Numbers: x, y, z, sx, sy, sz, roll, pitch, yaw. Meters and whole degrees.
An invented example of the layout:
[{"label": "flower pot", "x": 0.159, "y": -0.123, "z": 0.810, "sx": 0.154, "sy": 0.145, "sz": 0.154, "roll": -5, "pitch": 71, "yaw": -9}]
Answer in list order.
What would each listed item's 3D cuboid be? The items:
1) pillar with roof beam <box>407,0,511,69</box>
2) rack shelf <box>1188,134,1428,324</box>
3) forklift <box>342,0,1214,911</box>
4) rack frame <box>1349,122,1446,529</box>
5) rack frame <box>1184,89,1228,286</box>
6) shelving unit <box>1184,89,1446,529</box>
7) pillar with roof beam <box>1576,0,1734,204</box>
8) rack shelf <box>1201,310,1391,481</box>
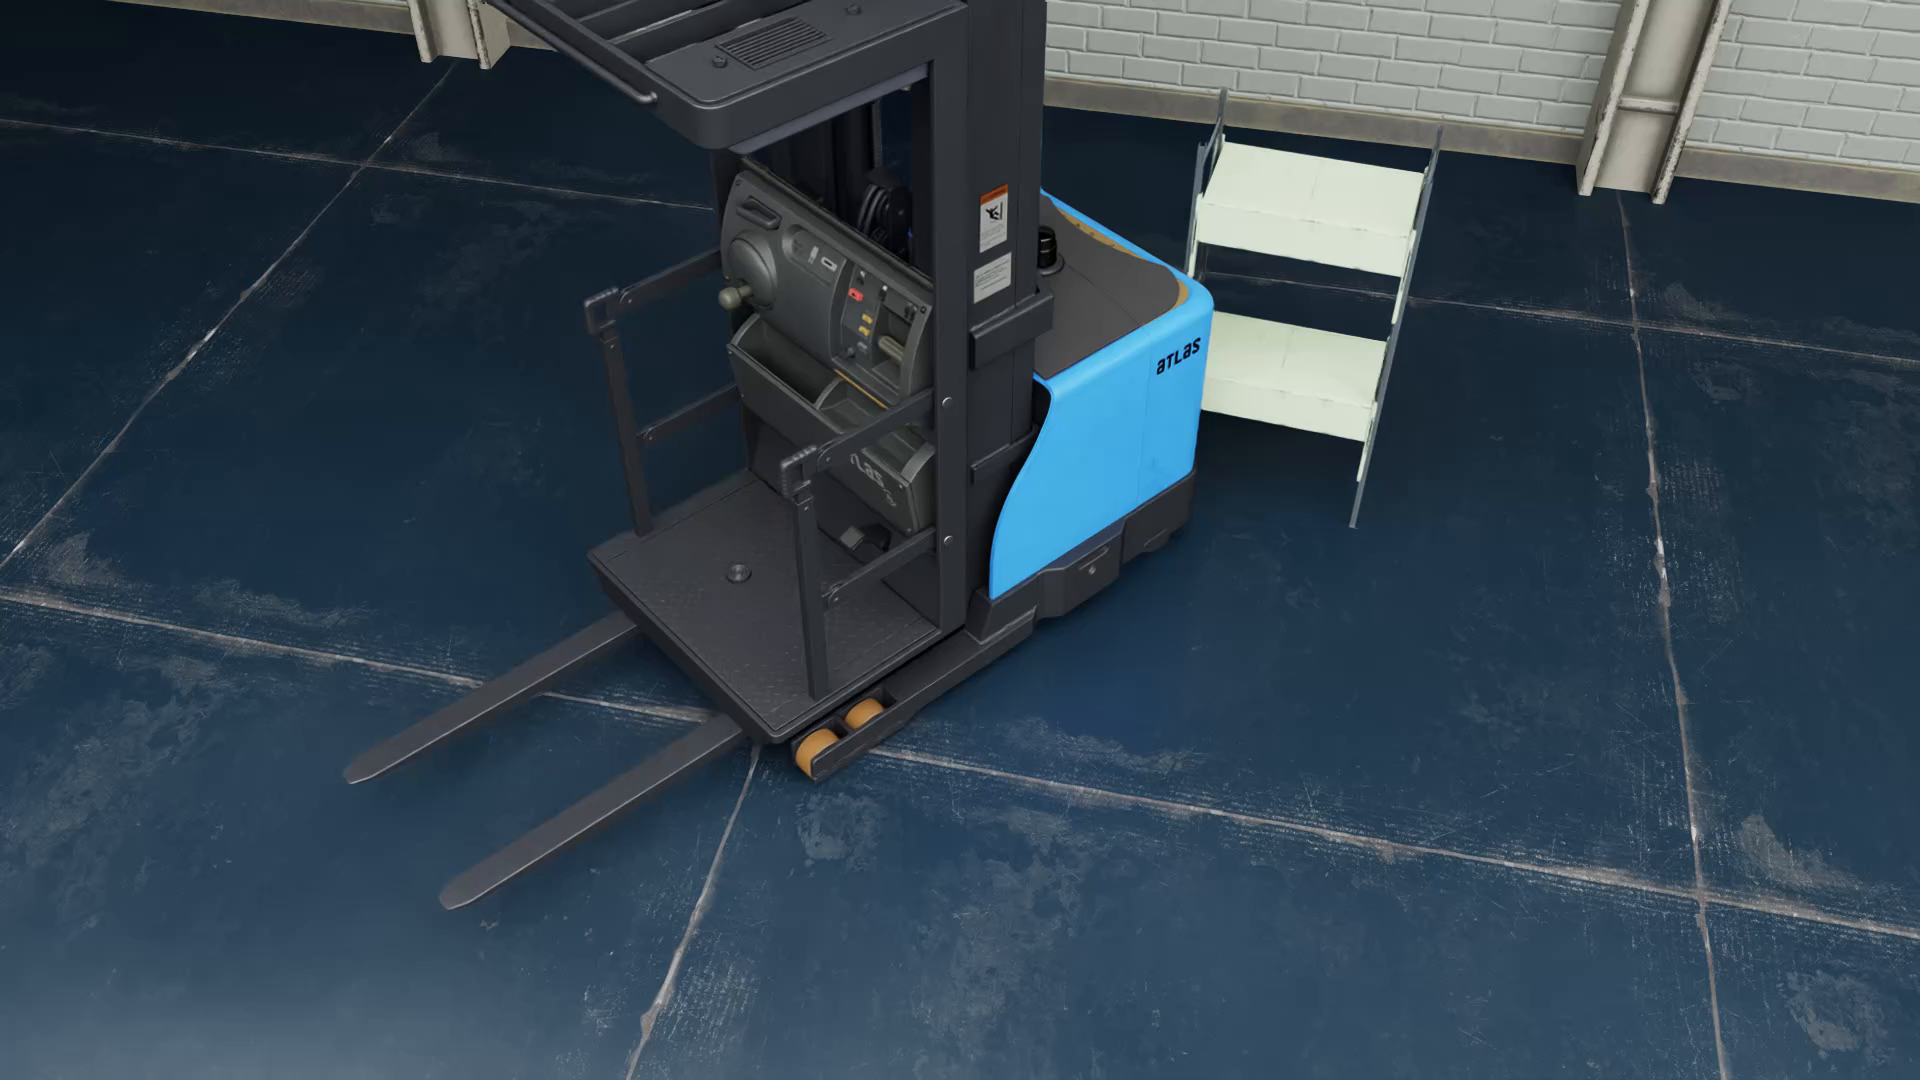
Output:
[{"label": "pillar with roof beam", "x": -3.604, "y": -2.969, "z": 2.845, "sx": 0.400, "sy": 9.000, "sz": 9.100, "roll": 9, "pitch": 45, "yaw": 9}, {"label": "rack shelf", "x": 1.195, "y": -1.076, "z": 5.723, "sx": 0.720, "sy": 0.370, "sz": 0.431, "roll": 12, "pitch": 45, "yaw": 13}, {"label": "forklift", "x": -0.569, "y": -0.688, "z": 4.852, "sx": 3.031, "sy": 2.935, "sz": 1.130, "roll": -31, "pitch": 52, "yaw": -28}, {"label": "rack frame", "x": 1.544, "y": -0.718, "z": 5.914, "sx": 0.023, "sy": 1.500, "sz": 0.400, "roll": 12, "pitch": 45, "yaw": 13}, {"label": "rack frame", "x": 0.846, "y": -0.872, "z": 6.074, "sx": 0.023, "sy": 1.500, "sz": 0.400, "roll": 12, "pitch": 45, "yaw": 13}, {"label": "shelving unit", "x": 1.195, "y": -0.795, "z": 5.994, "sx": 0.755, "sy": 1.500, "sz": 0.431, "roll": 12, "pitch": 45, "yaw": 13}, {"label": "pillar with roof beam", "x": 2.251, "y": -2.060, "z": 1.901, "sx": 0.400, "sy": 9.000, "sz": 9.100, "roll": 9, "pitch": 45, "yaw": 9}, {"label": "rack shelf", "x": 1.195, "y": -0.560, "z": 6.220, "sx": 0.720, "sy": 0.370, "sz": 0.431, "roll": 12, "pitch": 45, "yaw": 13}]
